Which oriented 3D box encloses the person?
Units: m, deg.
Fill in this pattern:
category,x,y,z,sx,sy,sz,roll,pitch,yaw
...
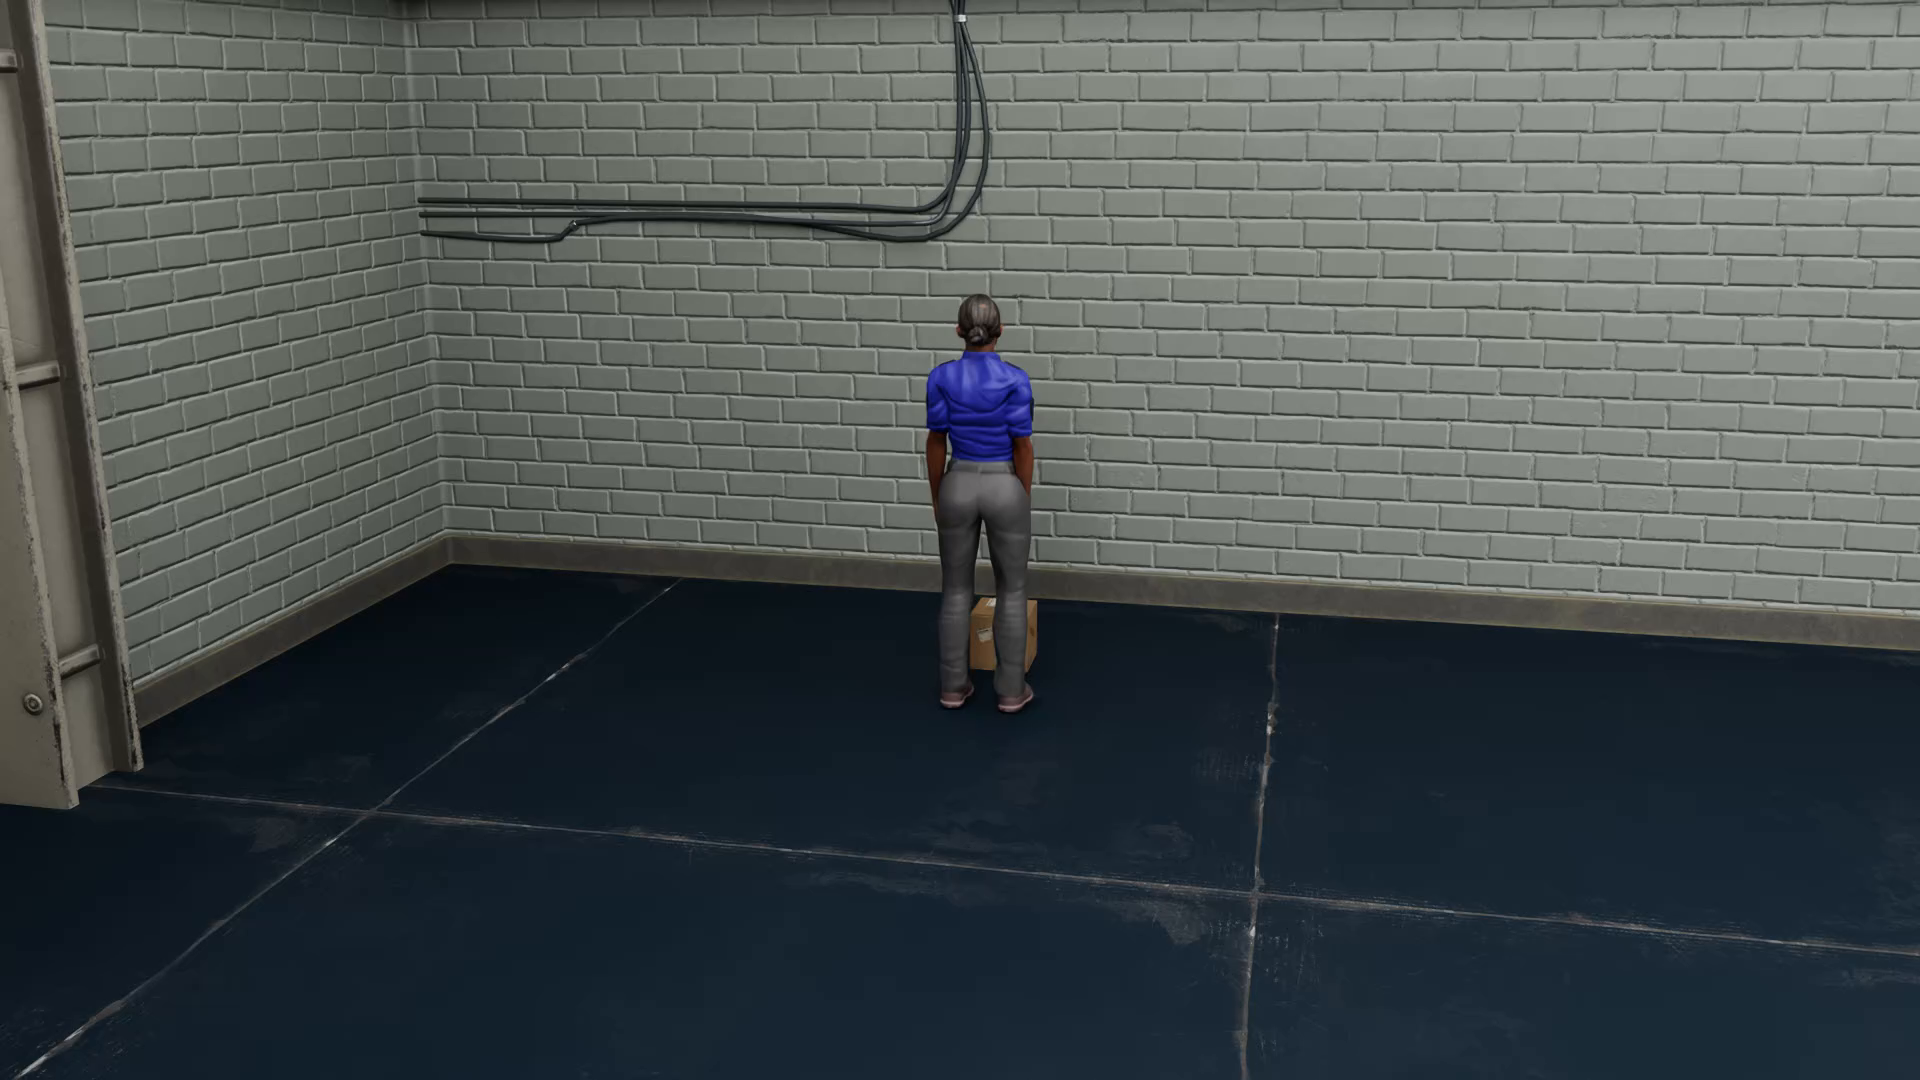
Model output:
category,x,y,z,sx,sy,sz,roll,pitch,yaw
person,0.080,-0.142,6.570,0.435,1.656,0.304,3,15,12
